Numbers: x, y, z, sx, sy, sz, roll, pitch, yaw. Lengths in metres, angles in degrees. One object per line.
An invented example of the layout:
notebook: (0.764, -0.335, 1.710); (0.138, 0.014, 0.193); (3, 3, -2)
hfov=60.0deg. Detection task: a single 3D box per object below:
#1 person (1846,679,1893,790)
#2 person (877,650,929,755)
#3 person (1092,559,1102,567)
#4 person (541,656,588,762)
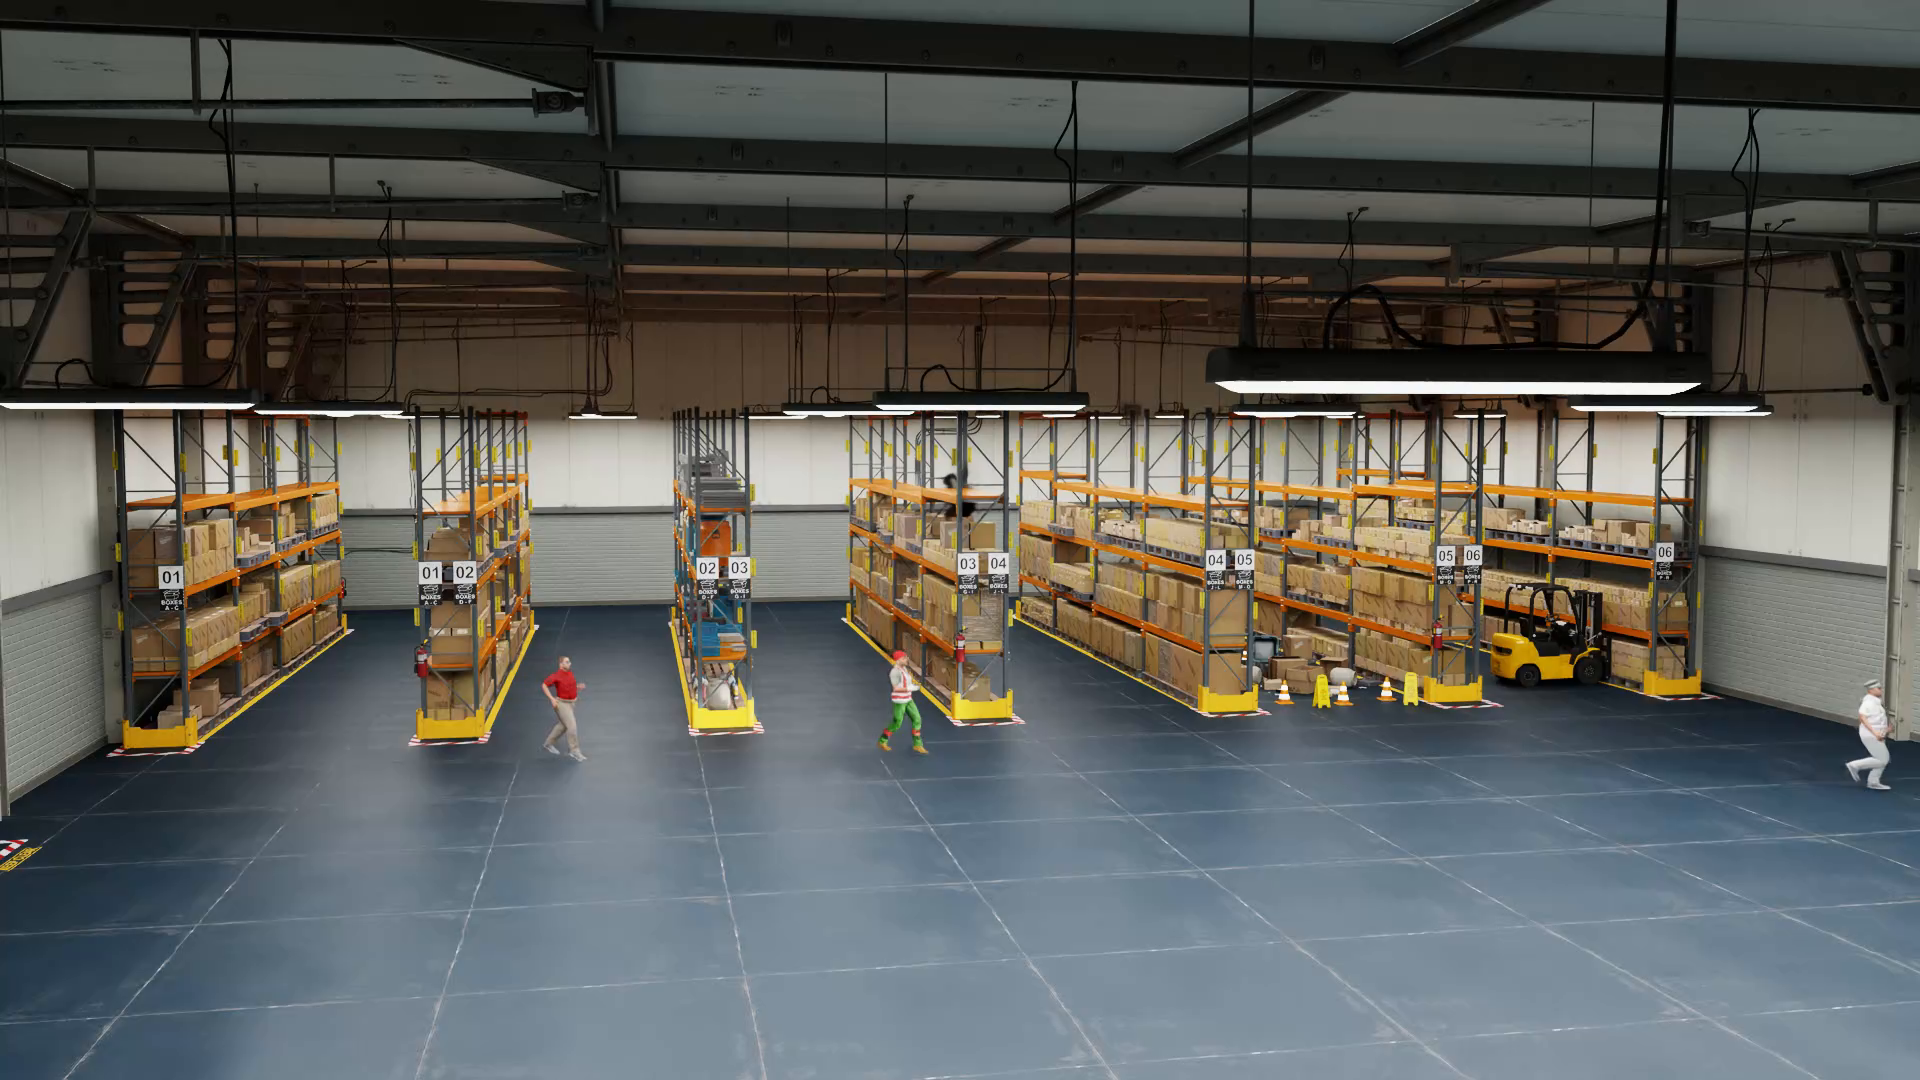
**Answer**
person: (14.171, 3.011, 25.890); (0.619, 1.735, 0.679); (2, 5, 30)
person: (-0.986, 2.793, 28.648); (0.908, 1.801, 0.667); (2, 4, 23)
person: (4.455, 1.362, 50.480); (0.967, 1.627, 0.618); (-1, 4, -16)
person: (-6.678, 2.848, 28.162); (0.866, 1.767, 0.649); (1, 4, 13)
